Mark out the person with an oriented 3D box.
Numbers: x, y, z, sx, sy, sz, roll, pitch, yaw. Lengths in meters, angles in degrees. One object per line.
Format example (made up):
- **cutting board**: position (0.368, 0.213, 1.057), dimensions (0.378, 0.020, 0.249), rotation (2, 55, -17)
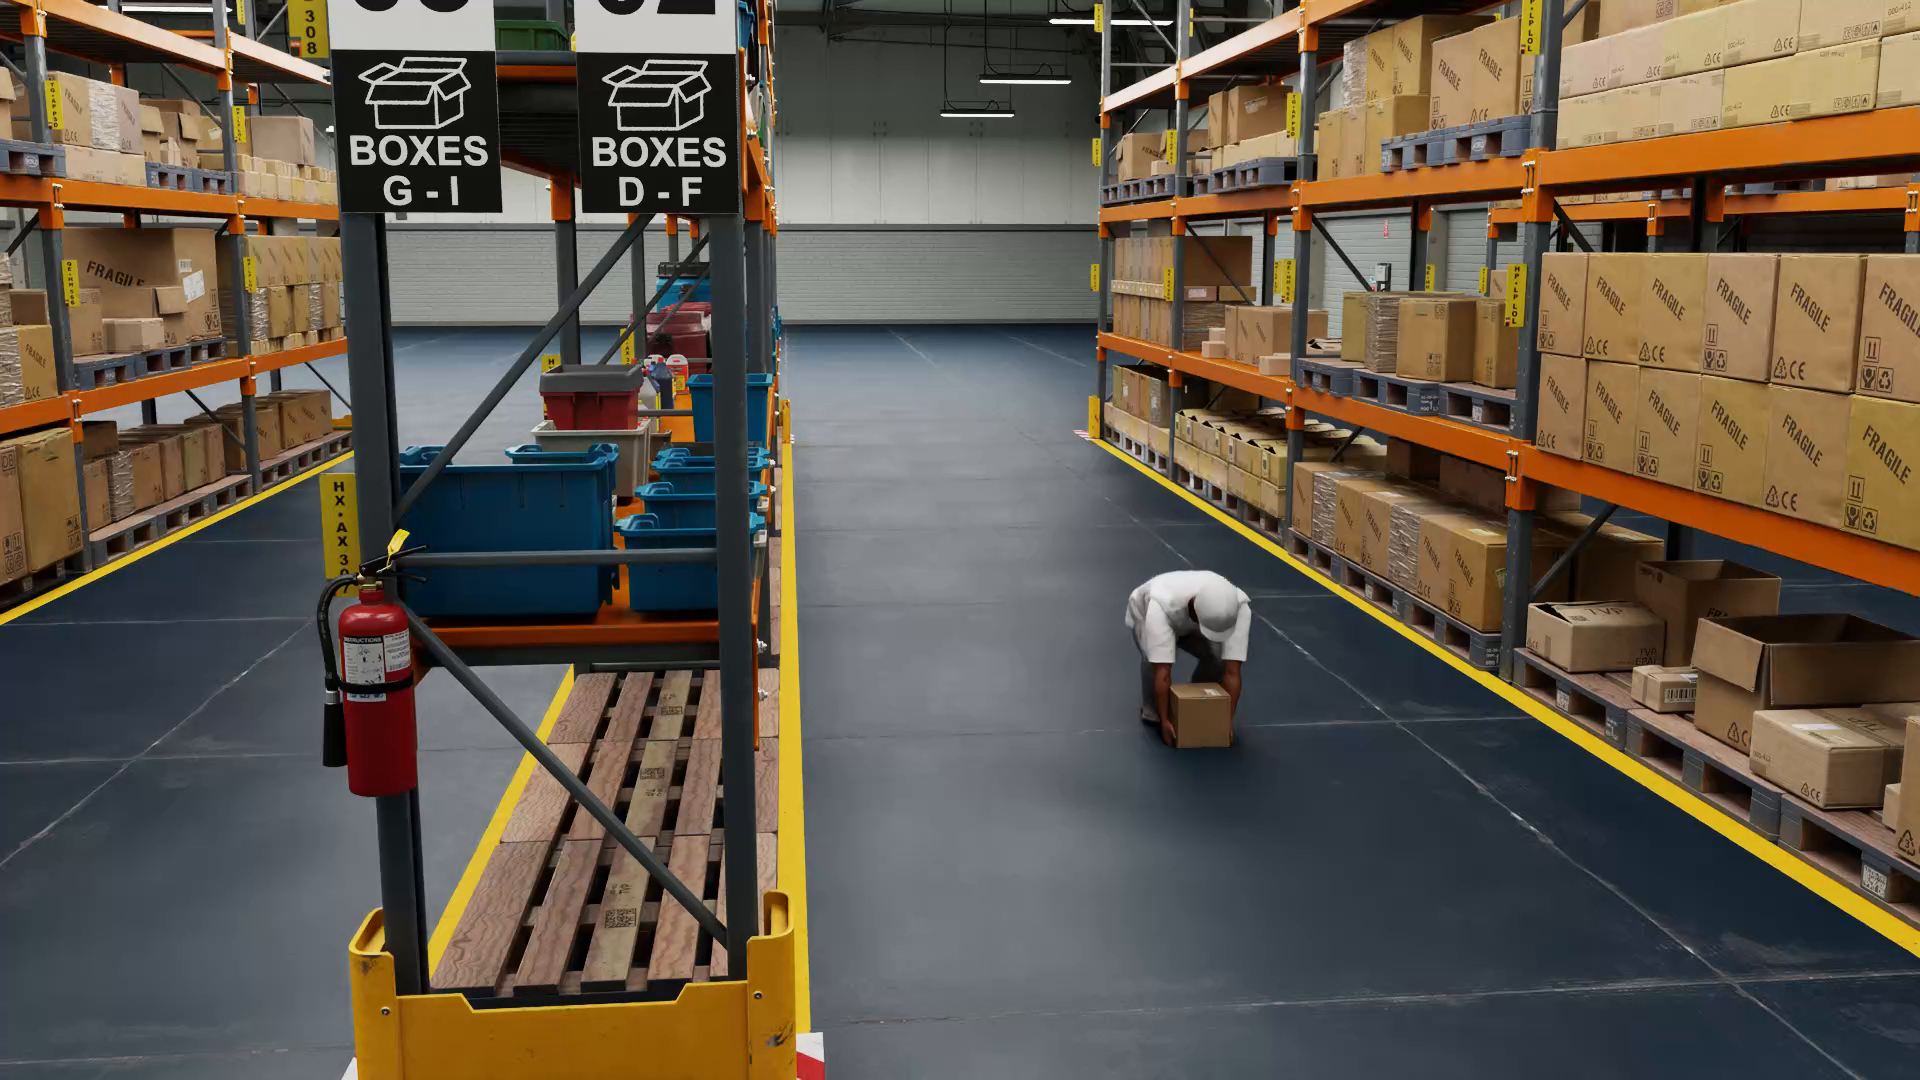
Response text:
- **person**: position (1.136, 0.539, 8.172), dimensions (0.530, 0.834, 0.951), rotation (-1, 10, -7)
